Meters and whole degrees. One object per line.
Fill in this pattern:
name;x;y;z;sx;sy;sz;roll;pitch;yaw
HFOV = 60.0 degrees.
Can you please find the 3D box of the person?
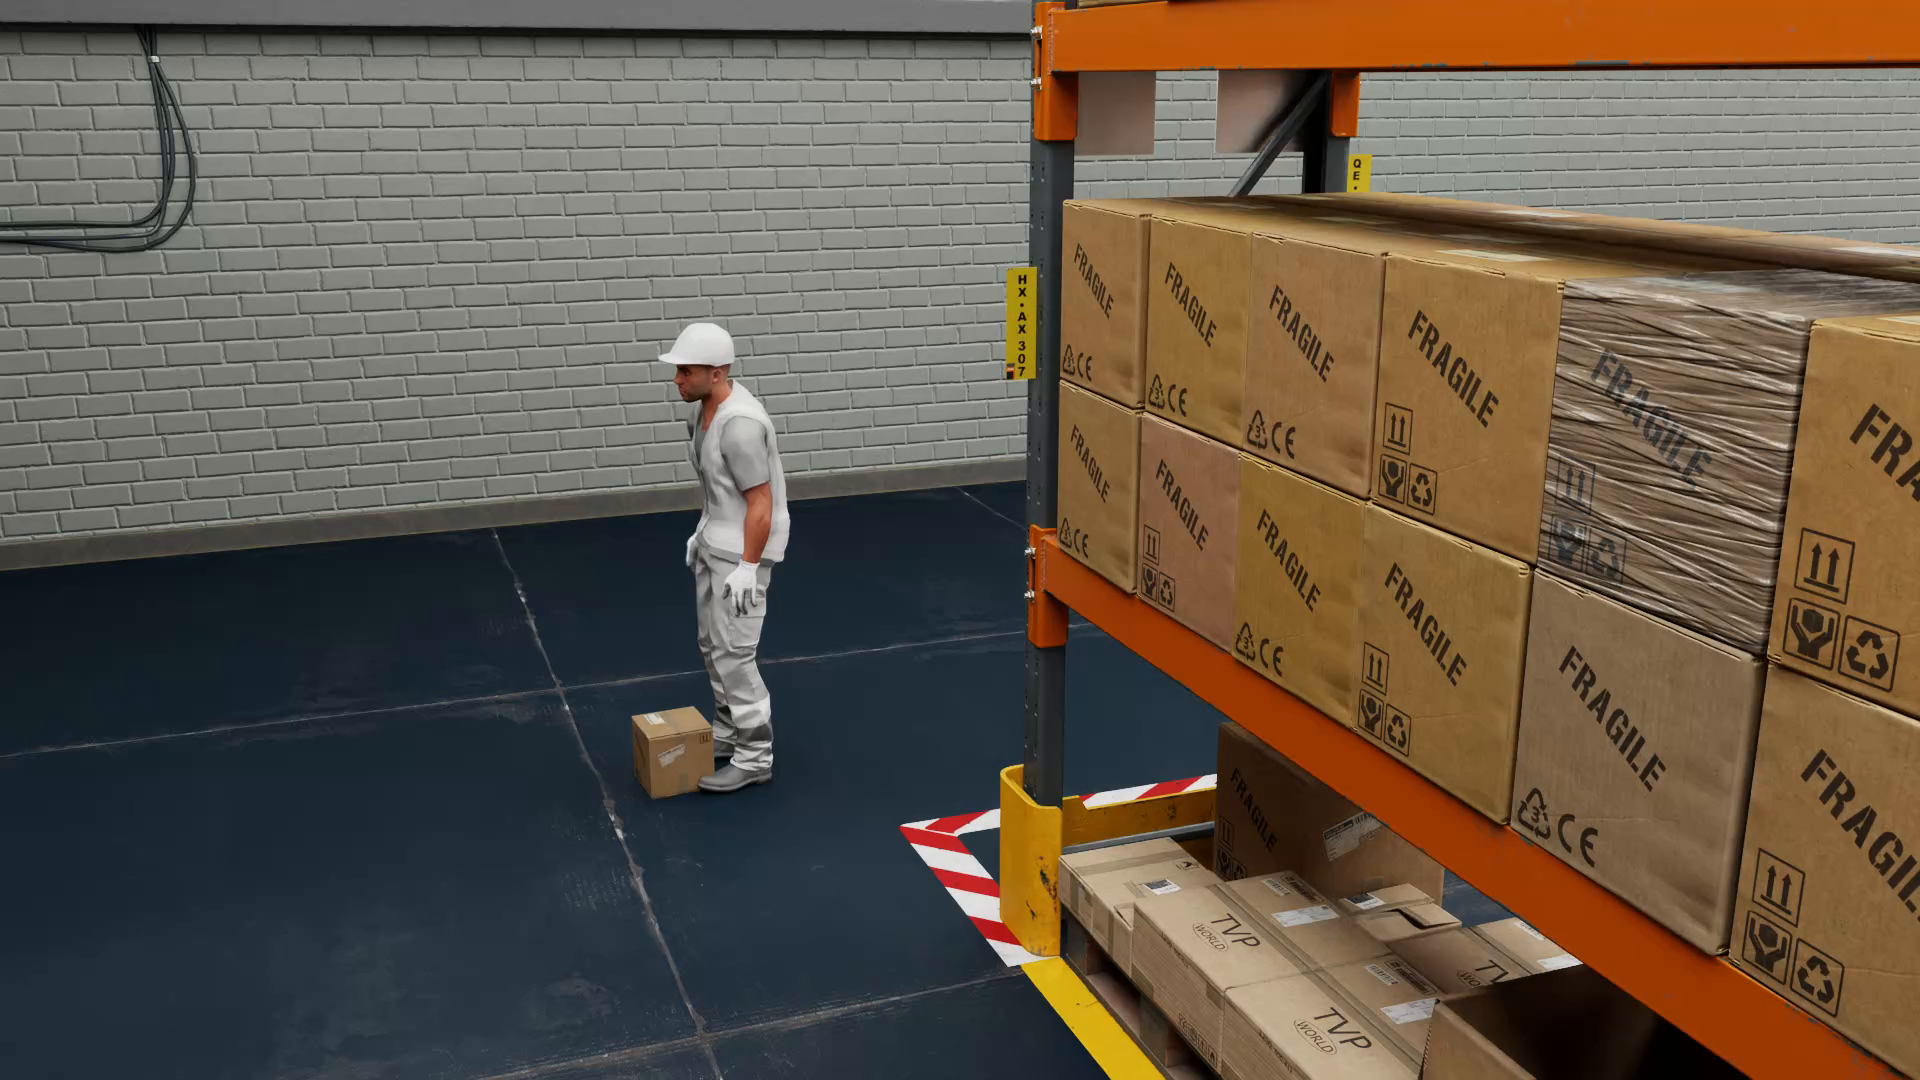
person;-0.885;0.062;6.272;0.453;1.778;0.614;-7;17;-24
